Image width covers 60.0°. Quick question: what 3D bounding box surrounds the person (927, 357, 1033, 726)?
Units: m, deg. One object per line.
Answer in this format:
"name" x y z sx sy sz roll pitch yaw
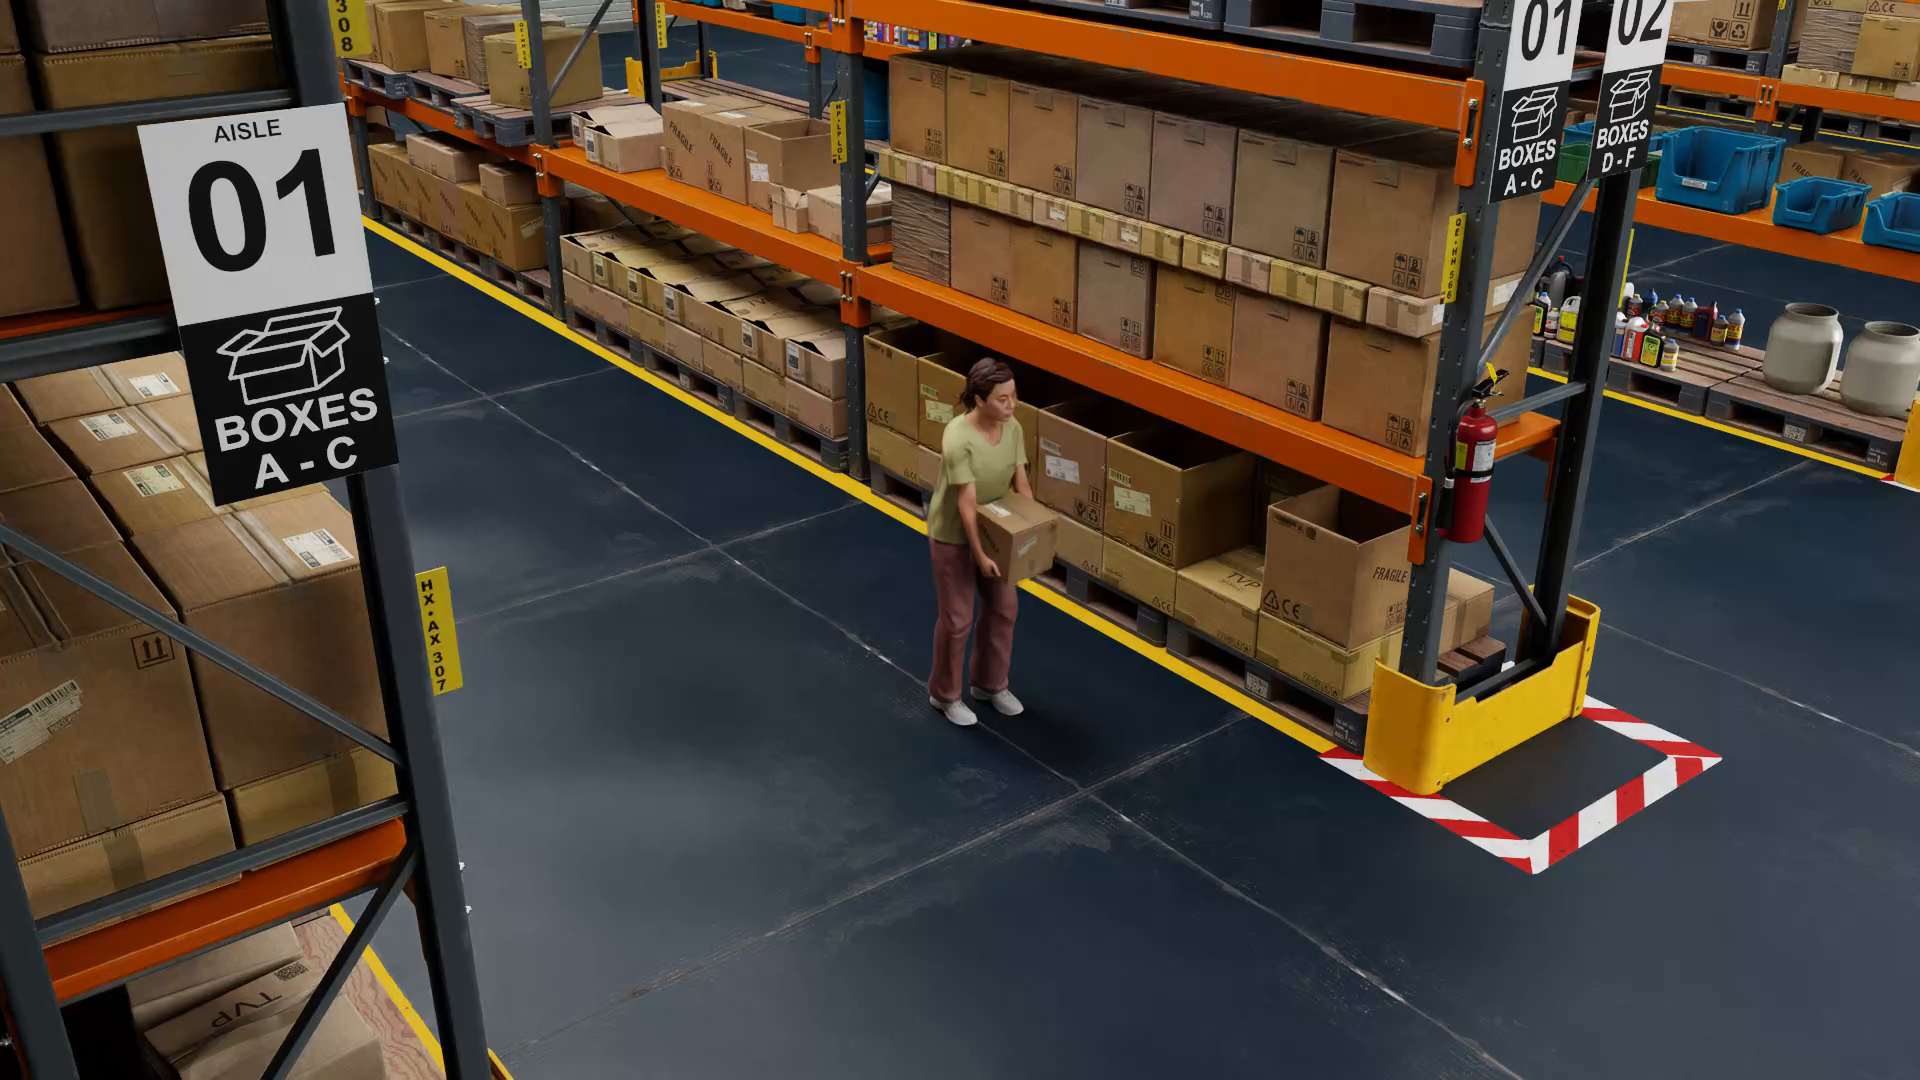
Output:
"person" 0.112 0.015 7.071 0.409 1.654 0.521 -19 31 -35
